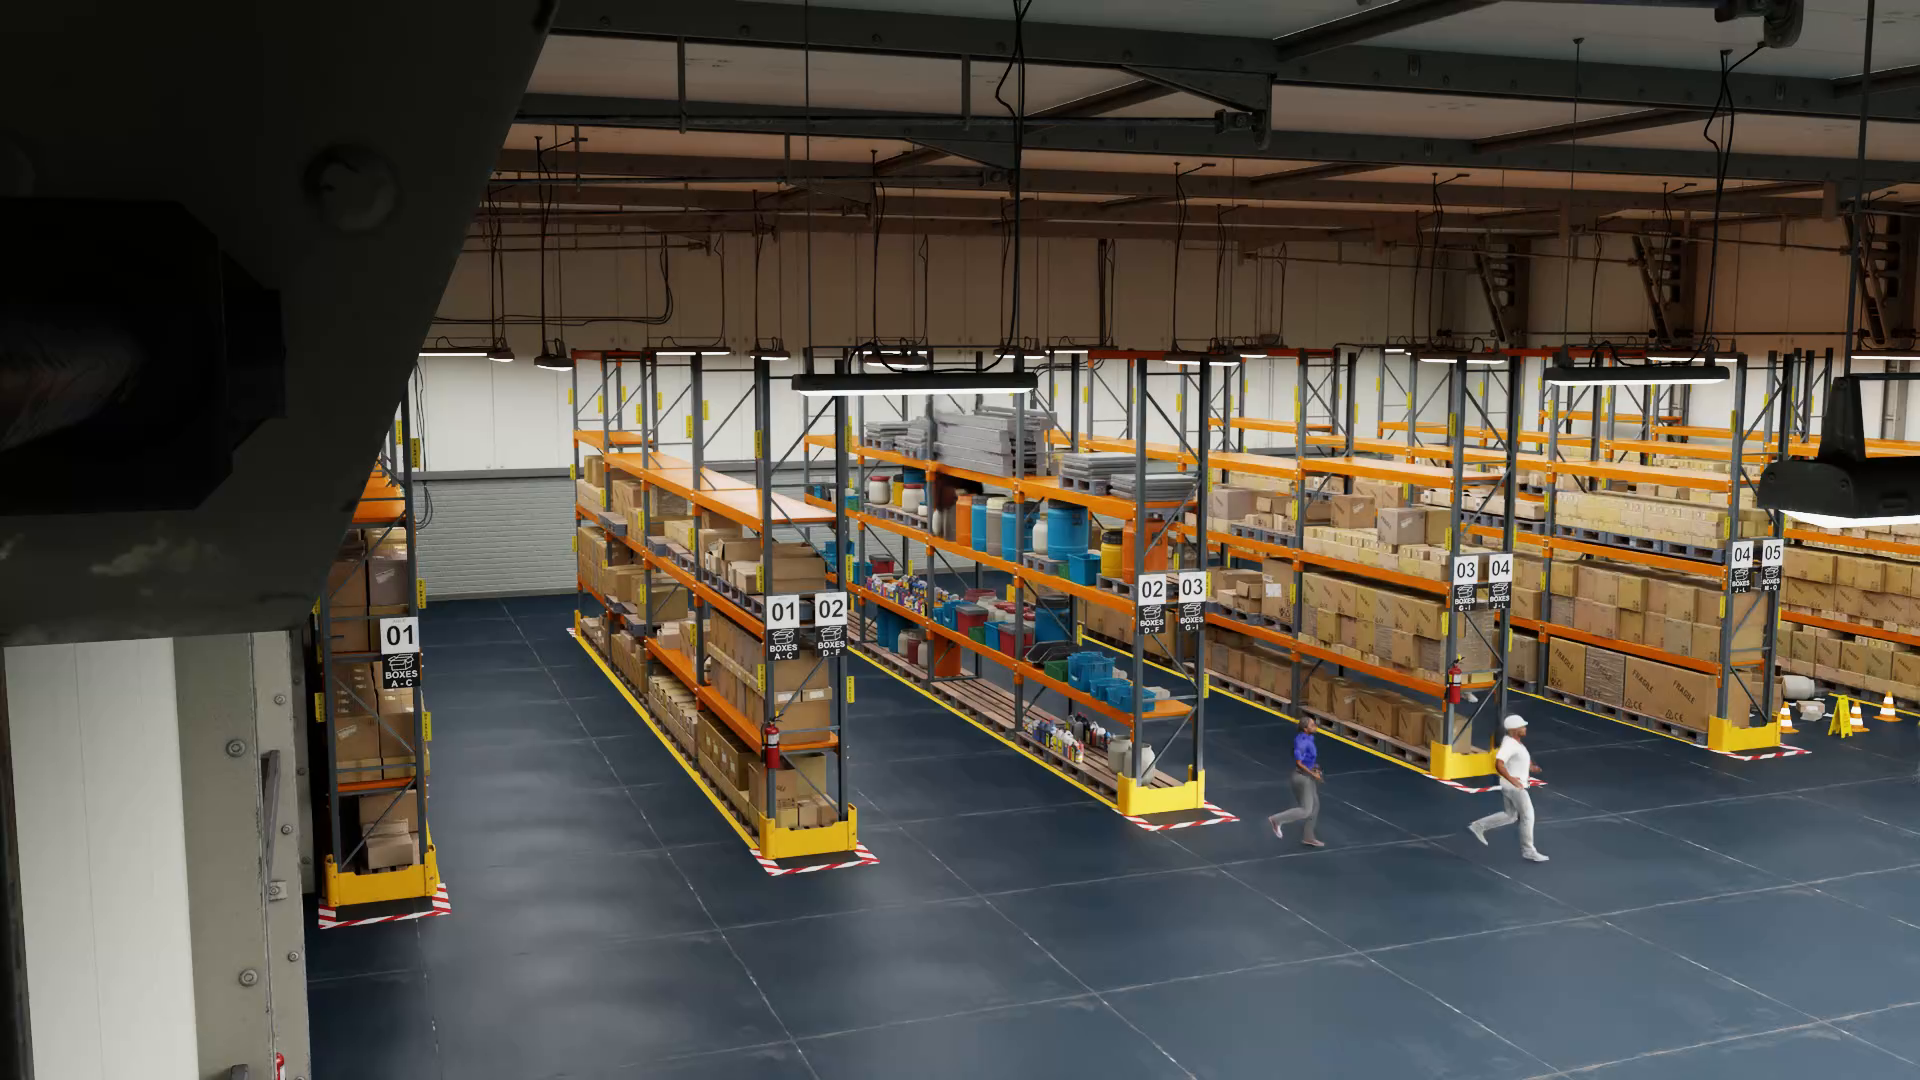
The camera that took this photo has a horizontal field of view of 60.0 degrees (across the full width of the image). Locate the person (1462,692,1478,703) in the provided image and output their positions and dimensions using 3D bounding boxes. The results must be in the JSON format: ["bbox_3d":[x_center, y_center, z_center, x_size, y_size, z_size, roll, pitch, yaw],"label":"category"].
[{"bbox_3d":[8.716,1.882,28.919,0.711,1.771,0.914,-3,8,-23],"label":"person"}]

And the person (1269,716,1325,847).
[{"bbox_3d":[4.196,2.984,20.634,0.696,1.643,0.583,1,7,12],"label":"person"}]

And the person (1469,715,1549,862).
[{"bbox_3d":[6.642,2.979,20.047,0.933,1.769,0.699,2,7,12],"label":"person"}]
